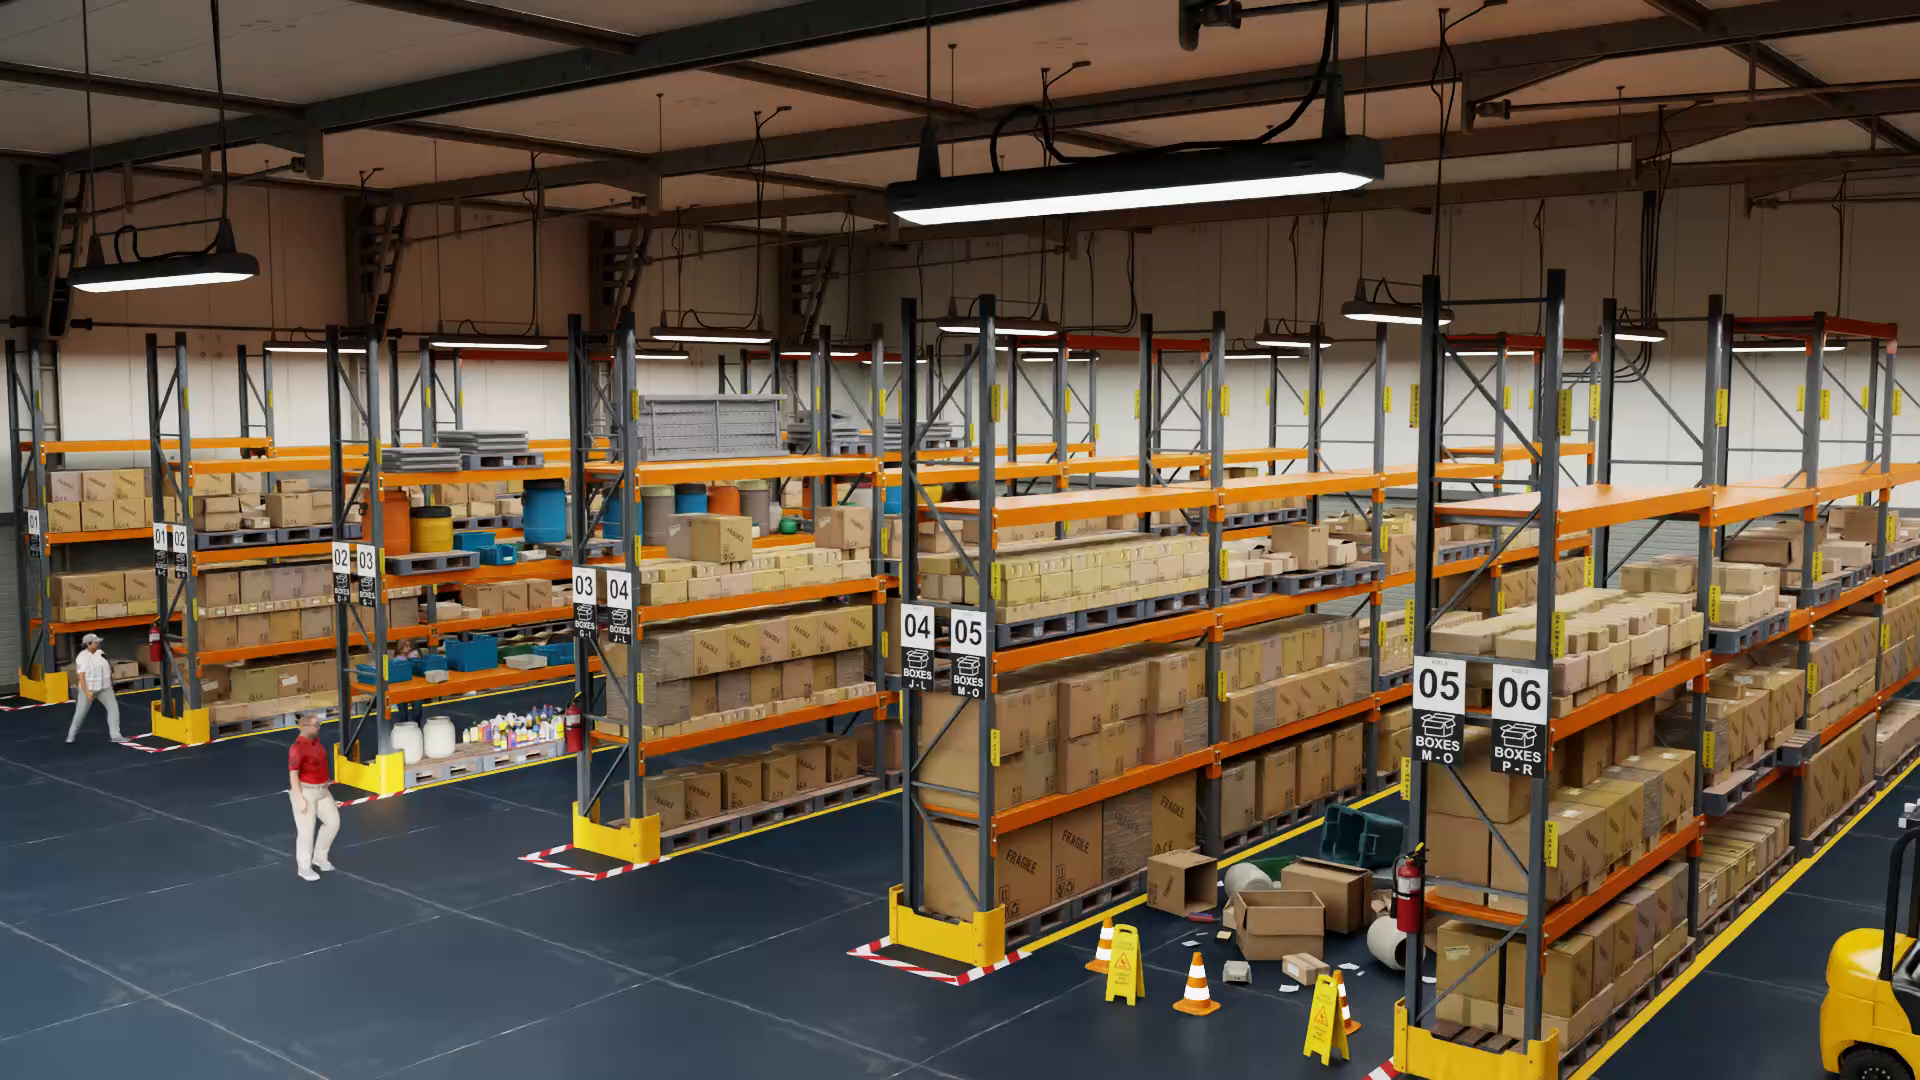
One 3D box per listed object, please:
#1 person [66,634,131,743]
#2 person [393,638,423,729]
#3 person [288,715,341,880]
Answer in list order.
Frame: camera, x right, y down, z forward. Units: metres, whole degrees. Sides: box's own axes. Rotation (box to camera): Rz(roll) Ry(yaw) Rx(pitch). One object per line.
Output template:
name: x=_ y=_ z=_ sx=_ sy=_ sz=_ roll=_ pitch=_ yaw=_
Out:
person: x=-12.665 y=2.168 z=24.344 sx=0.876 sy=1.621 sz=0.625 roll=3 pitch=6 yaw=30
person: x=-7.974 y=2.231 z=23.985 sx=0.429 sy=1.645 sz=0.360 roll=-3 pitch=6 yaw=-26
person: x=-6.914 y=2.754 z=17.704 sx=0.392 sy=1.790 sz=0.605 roll=2 pitch=5 yaw=18
